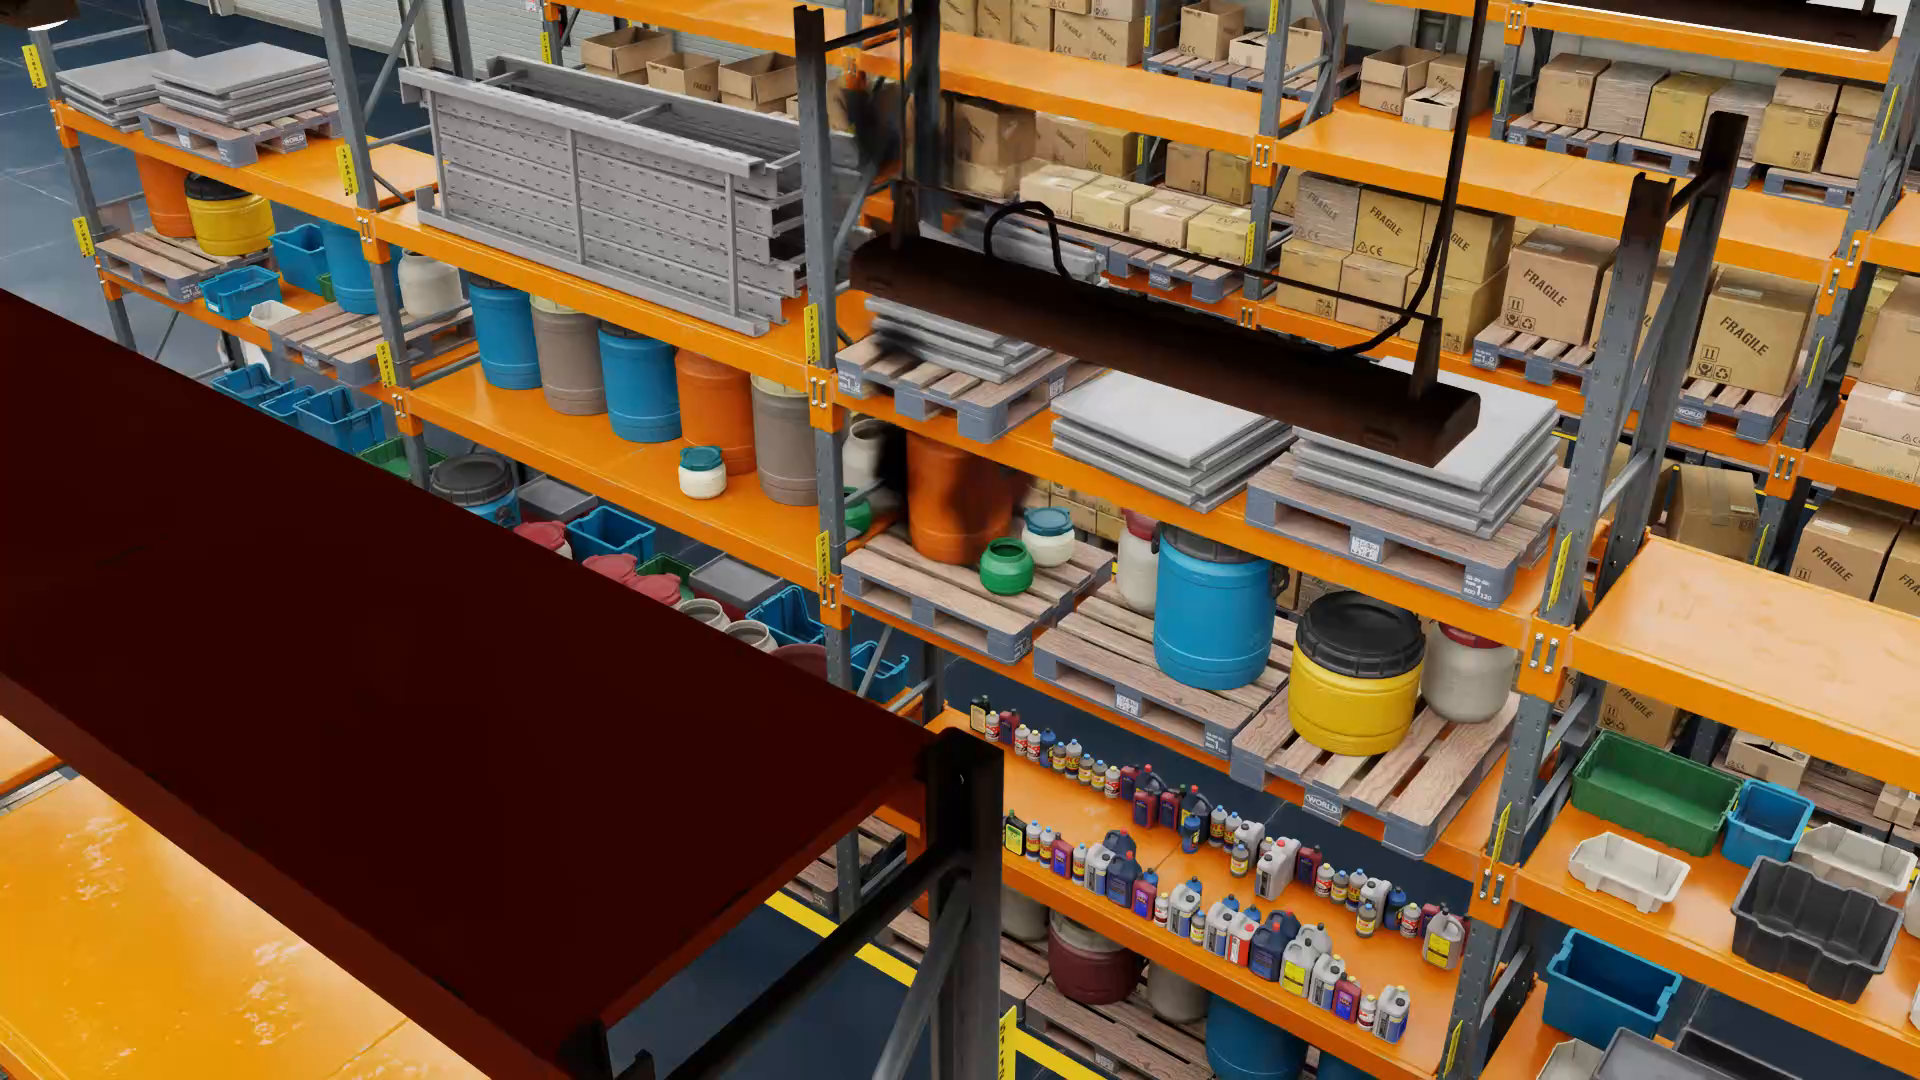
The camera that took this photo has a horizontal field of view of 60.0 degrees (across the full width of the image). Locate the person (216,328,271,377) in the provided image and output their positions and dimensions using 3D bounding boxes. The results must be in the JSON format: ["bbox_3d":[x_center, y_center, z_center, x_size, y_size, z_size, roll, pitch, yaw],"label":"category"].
[{"bbox_3d":[-6.909,-1.570,16.159,0.902,1.785,0.692,5,32,8],"label":"person"}]
